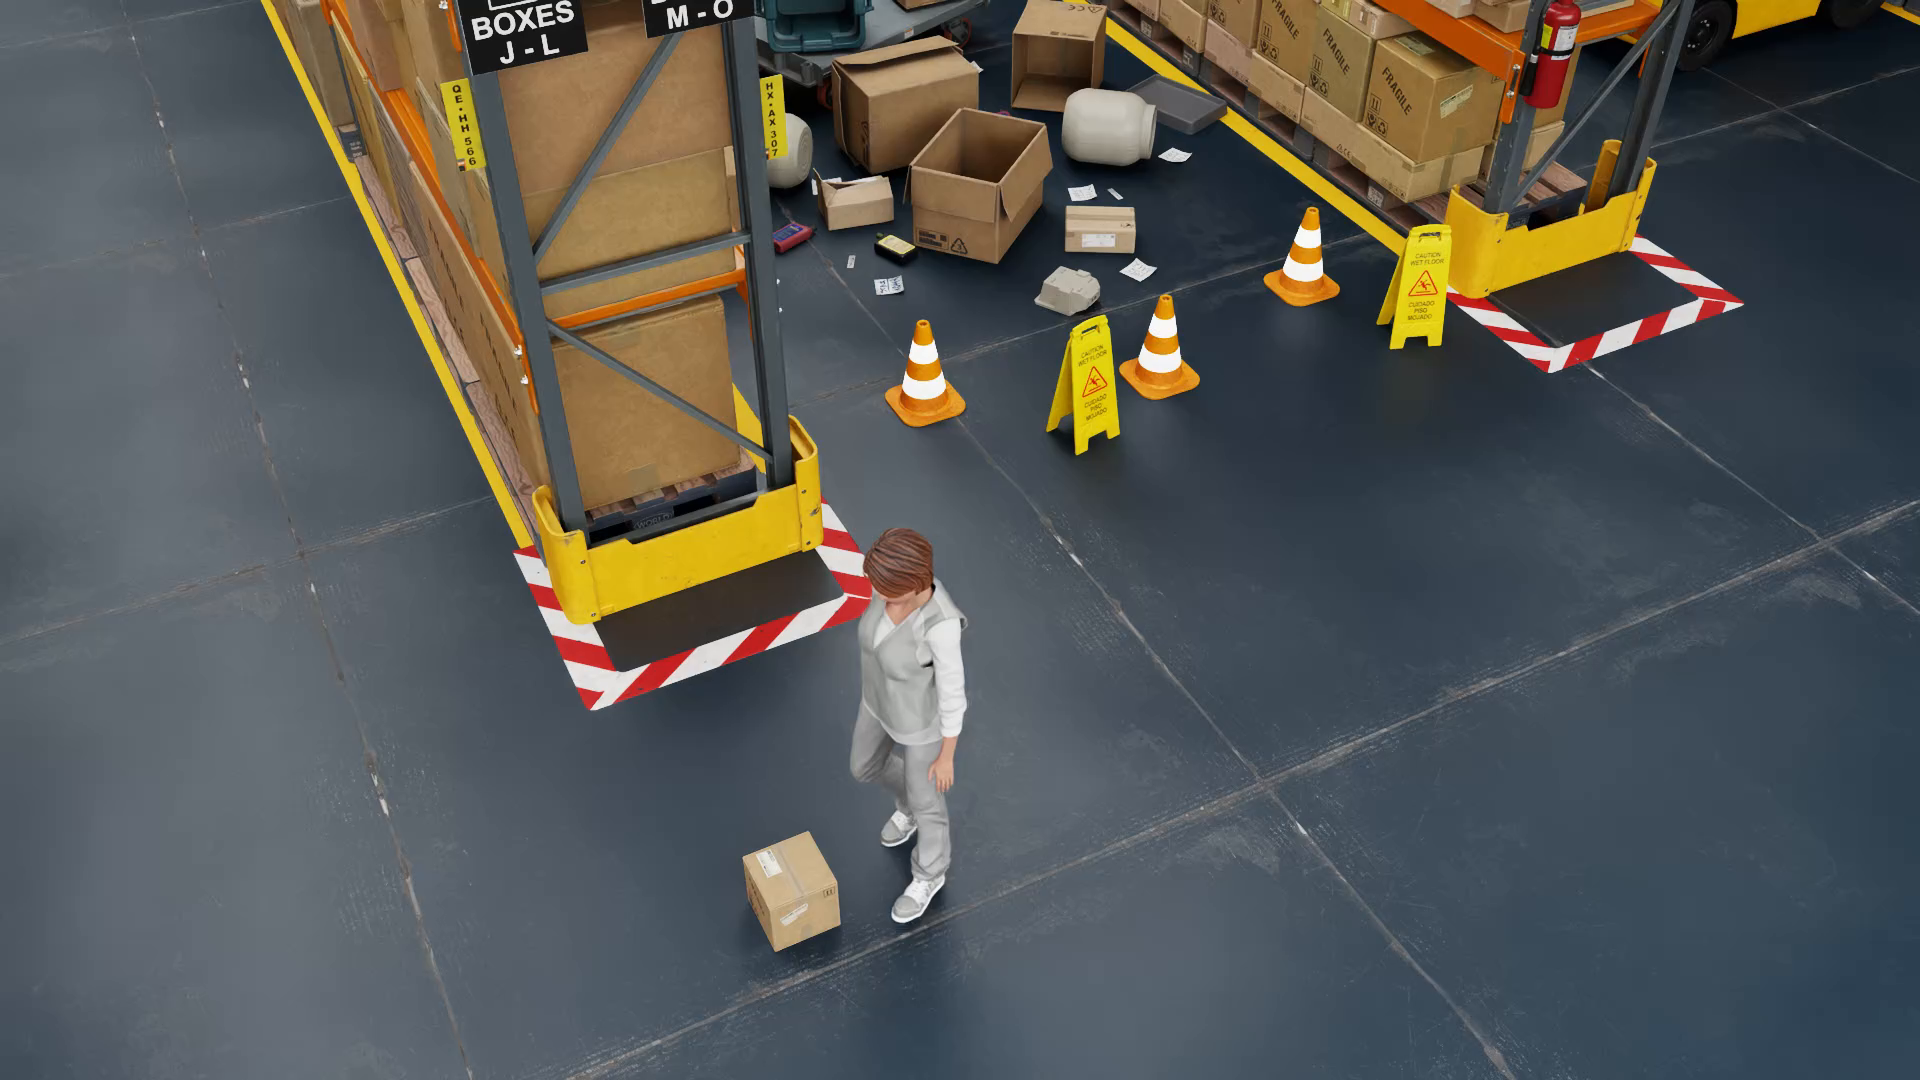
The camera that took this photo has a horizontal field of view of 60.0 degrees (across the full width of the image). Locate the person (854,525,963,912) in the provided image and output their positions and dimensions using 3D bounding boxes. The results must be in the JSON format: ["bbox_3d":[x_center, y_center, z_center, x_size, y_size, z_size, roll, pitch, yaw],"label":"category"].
[{"bbox_3d":[-0.165,0.598,5.488,0.342,1.619,0.498,-24,47,-25],"label":"person"}]
